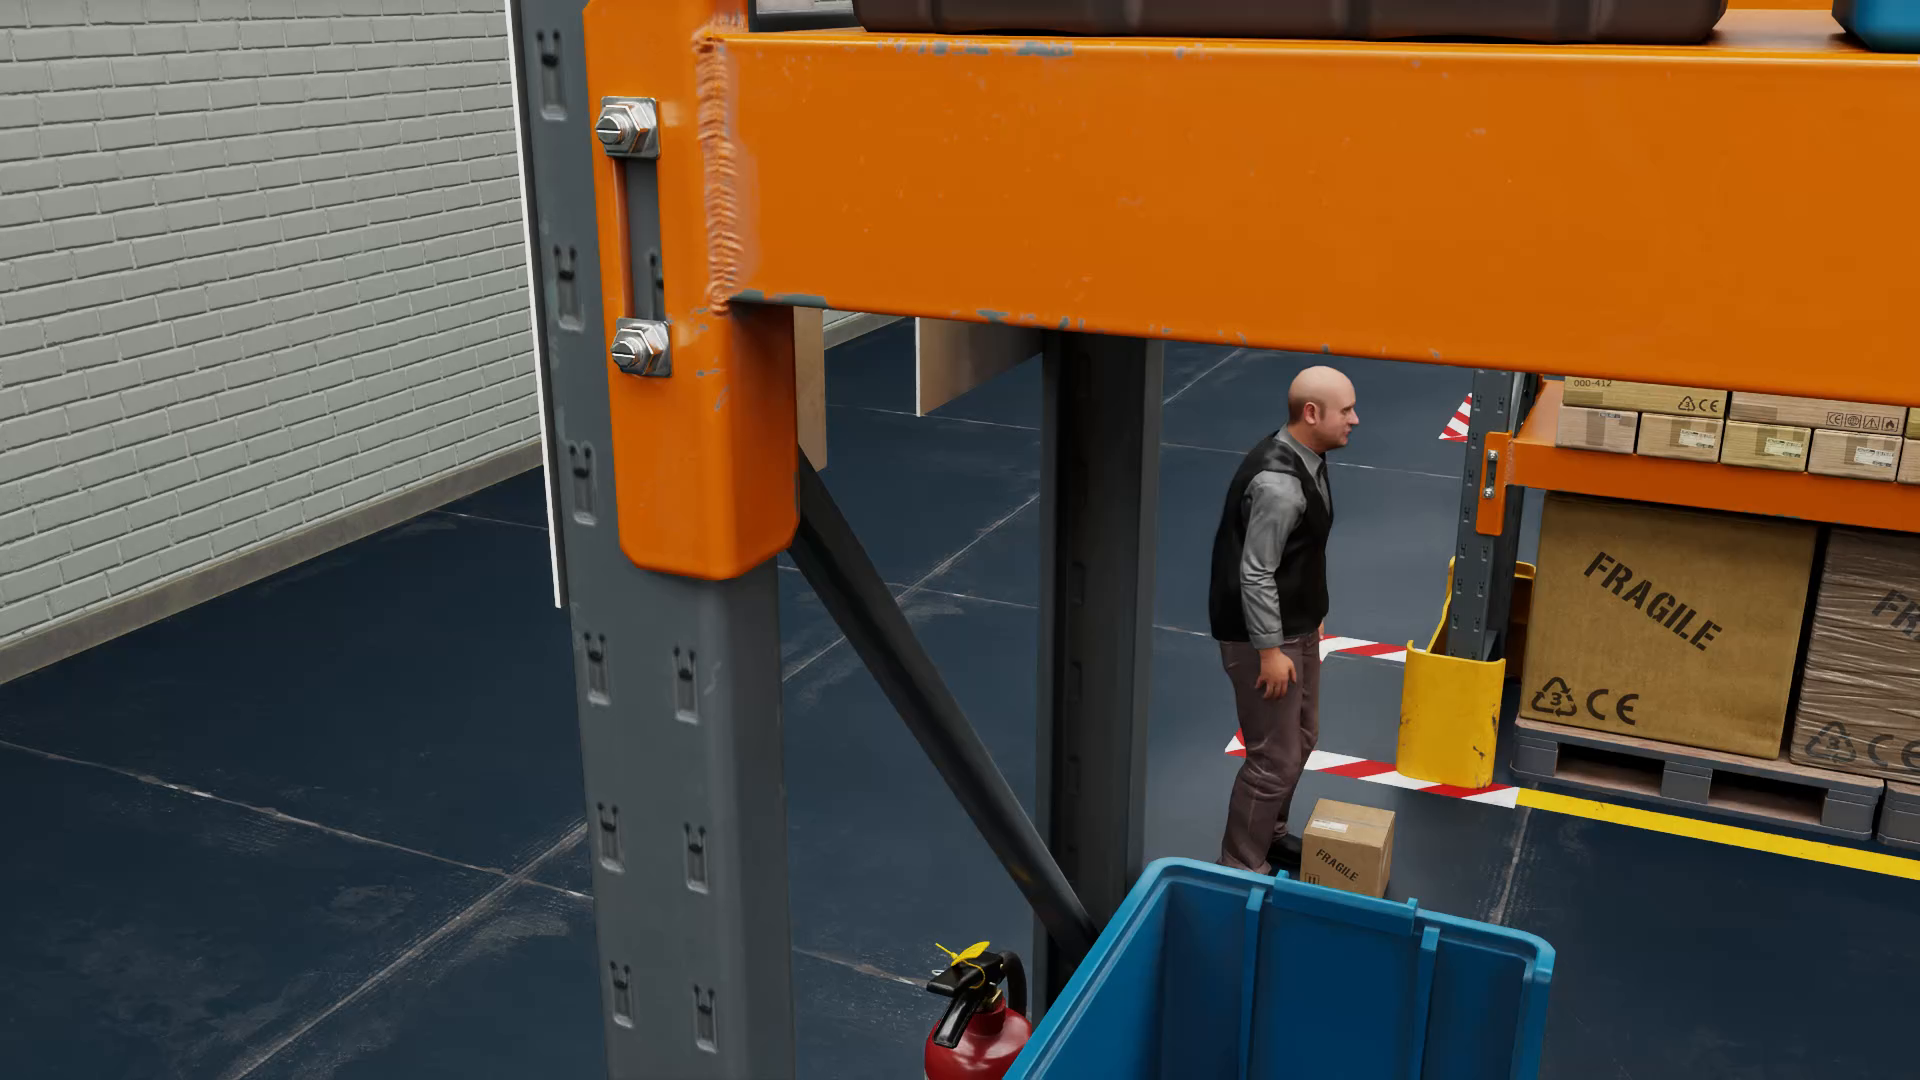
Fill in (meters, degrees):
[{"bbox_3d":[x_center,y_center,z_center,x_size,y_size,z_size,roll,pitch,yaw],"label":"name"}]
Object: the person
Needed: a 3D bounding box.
[{"bbox_3d":[0.992,0.294,5.243,0.412,1.721,0.574,8,20,22],"label":"person"}]
